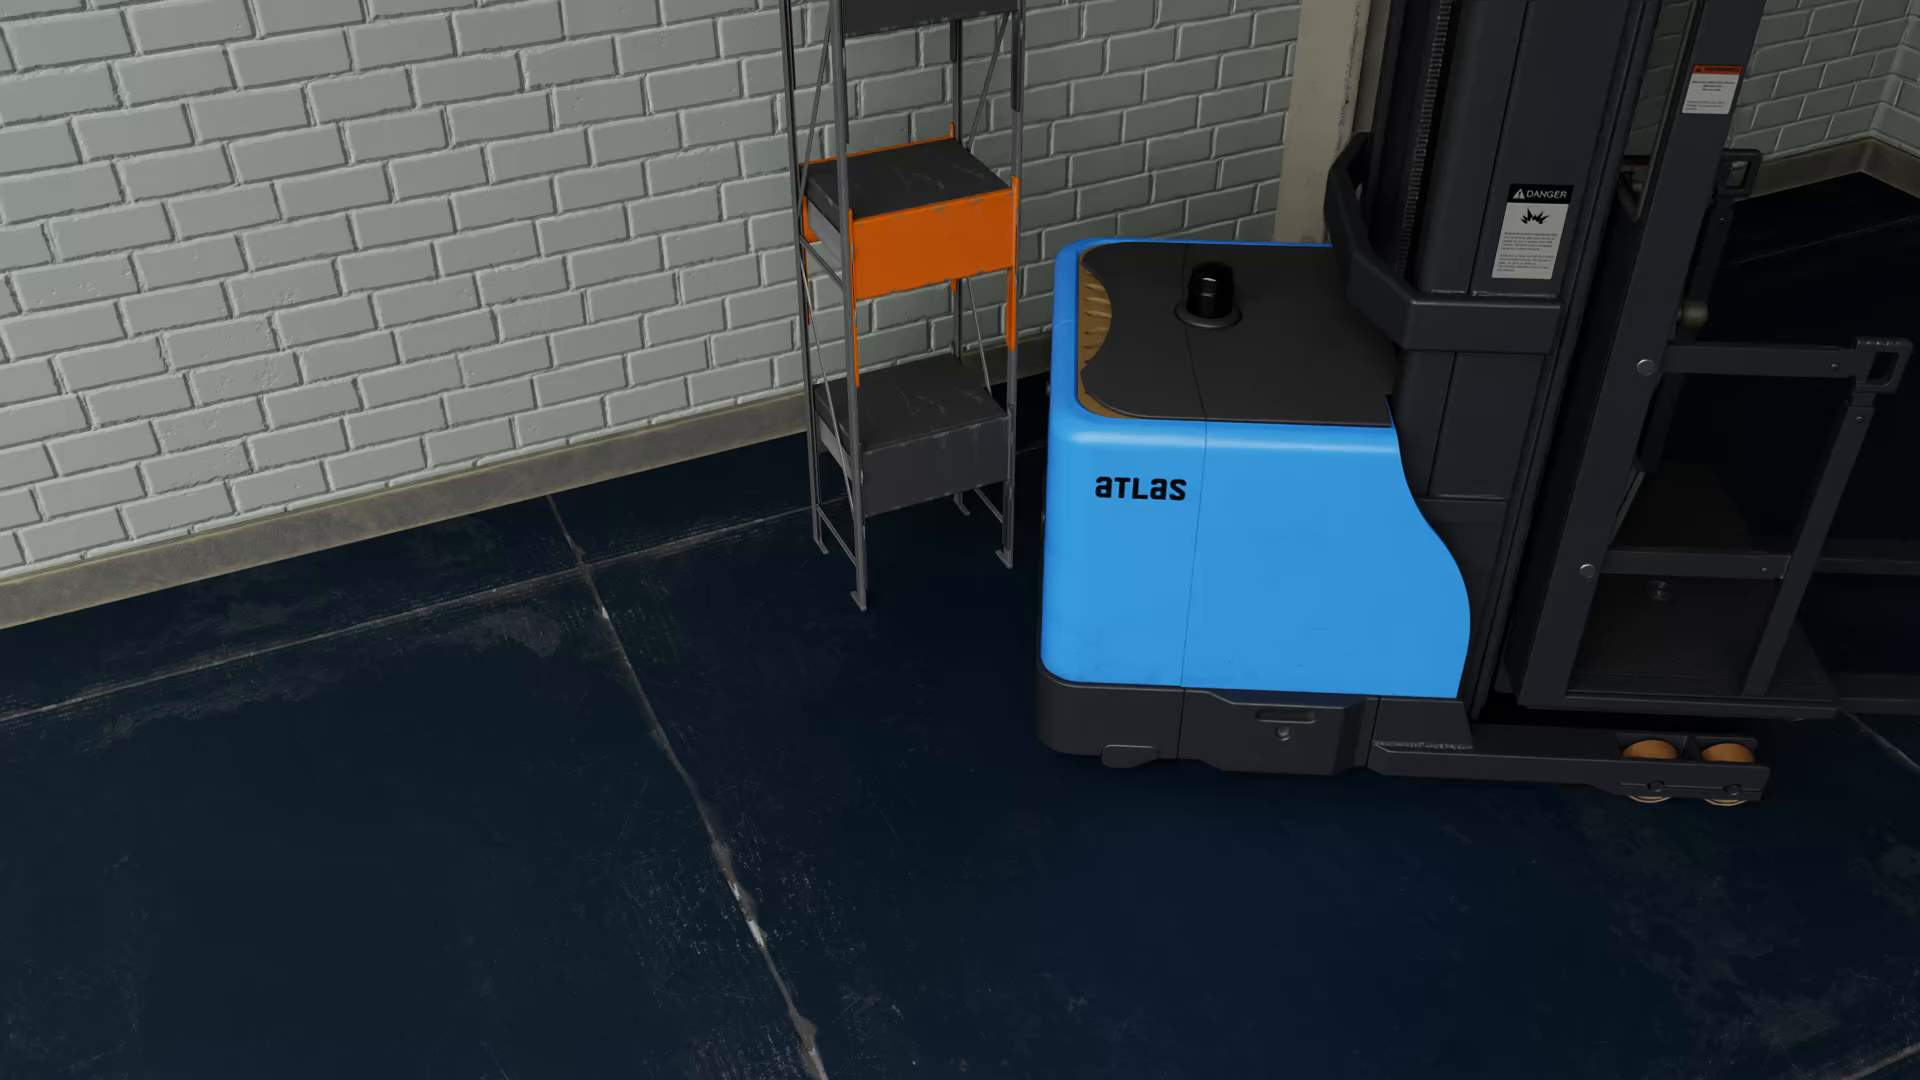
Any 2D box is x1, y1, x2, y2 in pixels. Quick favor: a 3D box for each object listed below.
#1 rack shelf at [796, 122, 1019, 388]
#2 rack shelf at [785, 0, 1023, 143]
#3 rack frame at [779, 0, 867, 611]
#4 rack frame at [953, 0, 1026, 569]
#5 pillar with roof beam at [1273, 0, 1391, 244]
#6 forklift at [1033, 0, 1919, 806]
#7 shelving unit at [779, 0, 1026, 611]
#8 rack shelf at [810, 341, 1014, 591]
[{"bbox_3d":[-0.150,-0.790,4.576,0.480,0.518,0.431,-16,39,-20],"label":"rack shelf"},{"bbox_3d":[-0.150,-1.353,4.159,0.480,0.518,0.431,-16,39,-20],"label":"rack shelf"},{"bbox_3d":[-0.371,-0.740,4.485,0.015,2.100,0.400,-16,39,-20],"label":"rack frame"},{"bbox_3d":[0.071,-0.863,4.651,0.015,2.100,0.400,-16,39,-20],"label":"rack frame"},{"bbox_3d":[3.245,-2.138,0.579,0.400,9.000,9.100,-16,39,-20],"label":"pillar with roof beam"},{"bbox_3d":[1.735,-0.815,3.889,3.031,2.935,1.130,2,37,3],"label":"forklift"},{"bbox_3d":[-0.150,-0.801,4.568,0.503,2.100,0.431,-16,39,-20],"label":"shelving unit"},{"bbox_3d":[-0.150,-0.228,4.993,0.480,0.518,0.431,-16,39,-20],"label":"rack shelf"}]
